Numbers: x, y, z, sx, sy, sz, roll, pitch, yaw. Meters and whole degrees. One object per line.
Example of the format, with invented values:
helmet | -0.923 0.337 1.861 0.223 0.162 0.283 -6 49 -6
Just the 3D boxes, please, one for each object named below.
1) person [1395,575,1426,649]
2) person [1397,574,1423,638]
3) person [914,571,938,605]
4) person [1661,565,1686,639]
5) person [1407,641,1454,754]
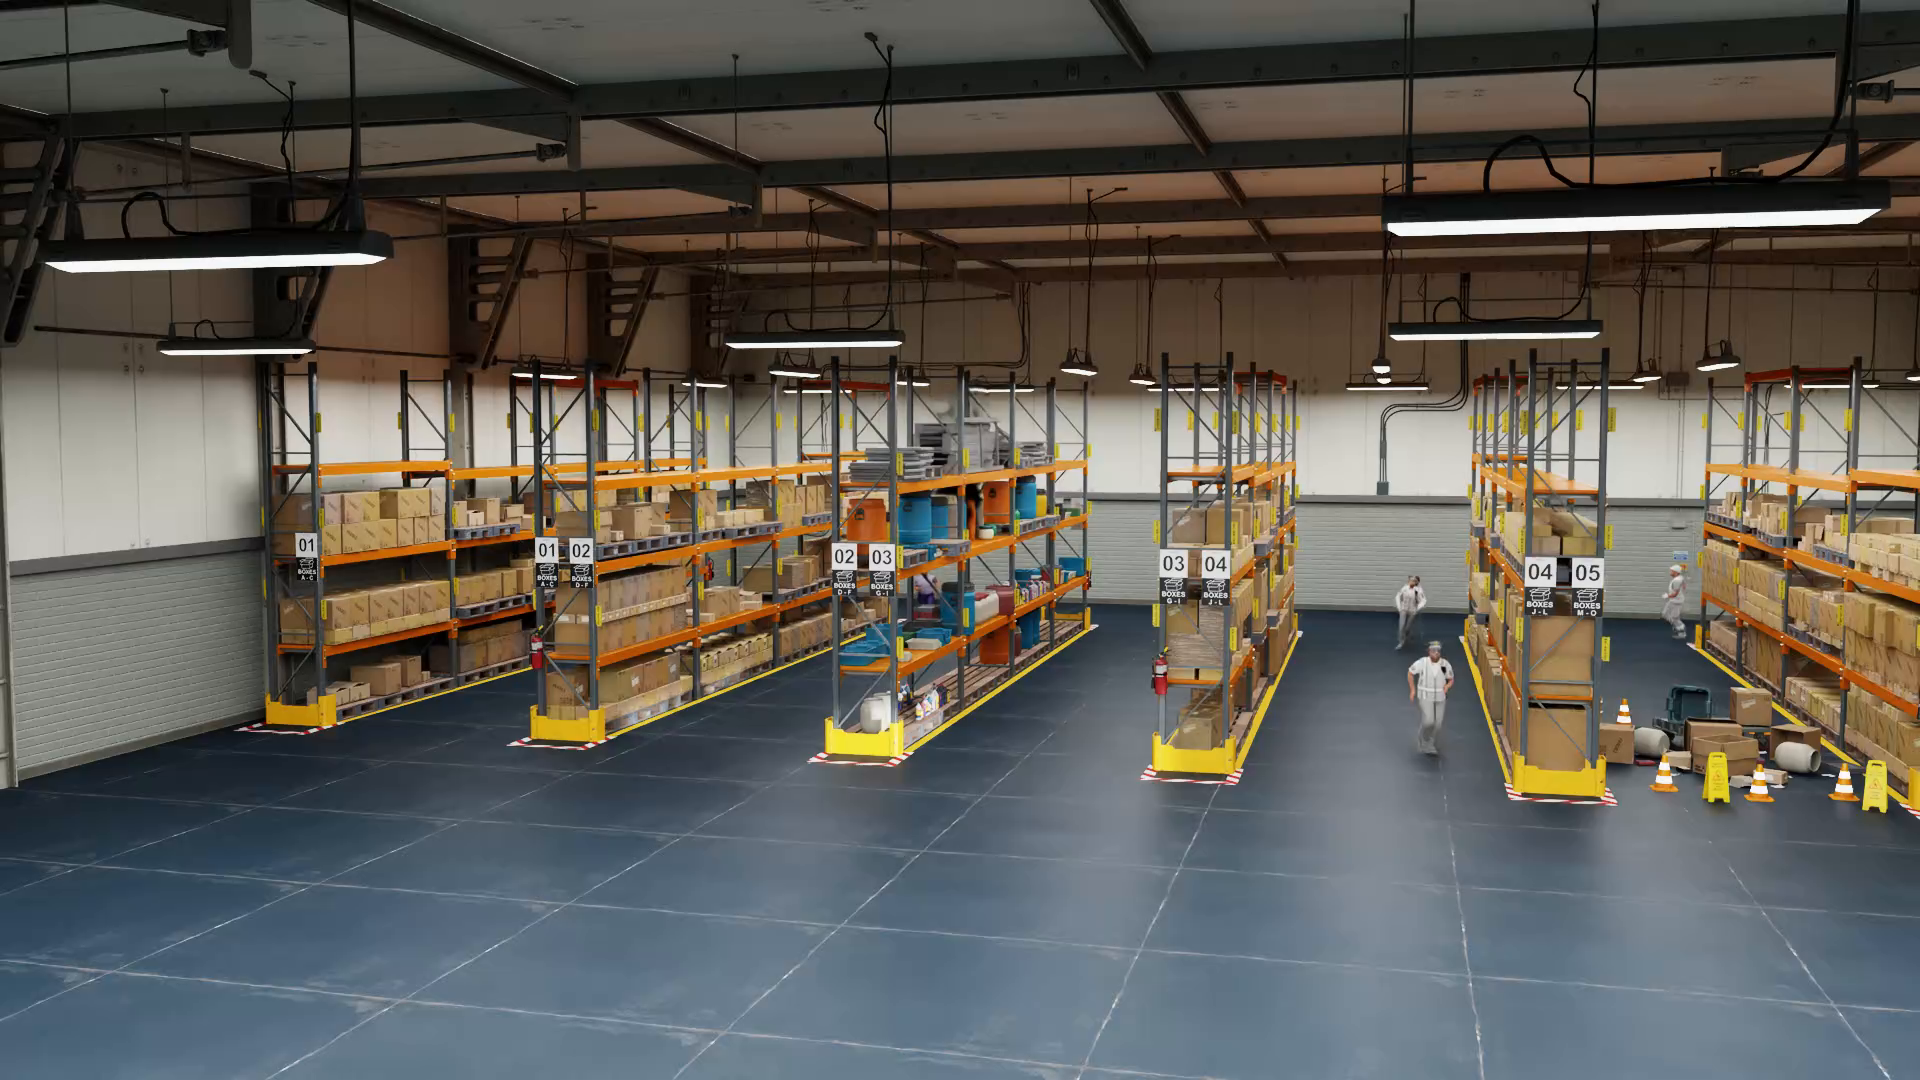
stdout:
person | 10.037 1.590 37.063 0.681 1.654 0.686 2 4 21
person | 10.345 1.540 38.233 0.598 1.536 0.560 2 4 25
person | -0.819 1.427 39.366 0.567 1.712 0.785 1 4 7
person | 16.465 1.431 38.316 0.584 1.735 0.696 1 4 17
person | 7.092 2.369 24.945 0.637 1.738 0.741 0 4 -1
